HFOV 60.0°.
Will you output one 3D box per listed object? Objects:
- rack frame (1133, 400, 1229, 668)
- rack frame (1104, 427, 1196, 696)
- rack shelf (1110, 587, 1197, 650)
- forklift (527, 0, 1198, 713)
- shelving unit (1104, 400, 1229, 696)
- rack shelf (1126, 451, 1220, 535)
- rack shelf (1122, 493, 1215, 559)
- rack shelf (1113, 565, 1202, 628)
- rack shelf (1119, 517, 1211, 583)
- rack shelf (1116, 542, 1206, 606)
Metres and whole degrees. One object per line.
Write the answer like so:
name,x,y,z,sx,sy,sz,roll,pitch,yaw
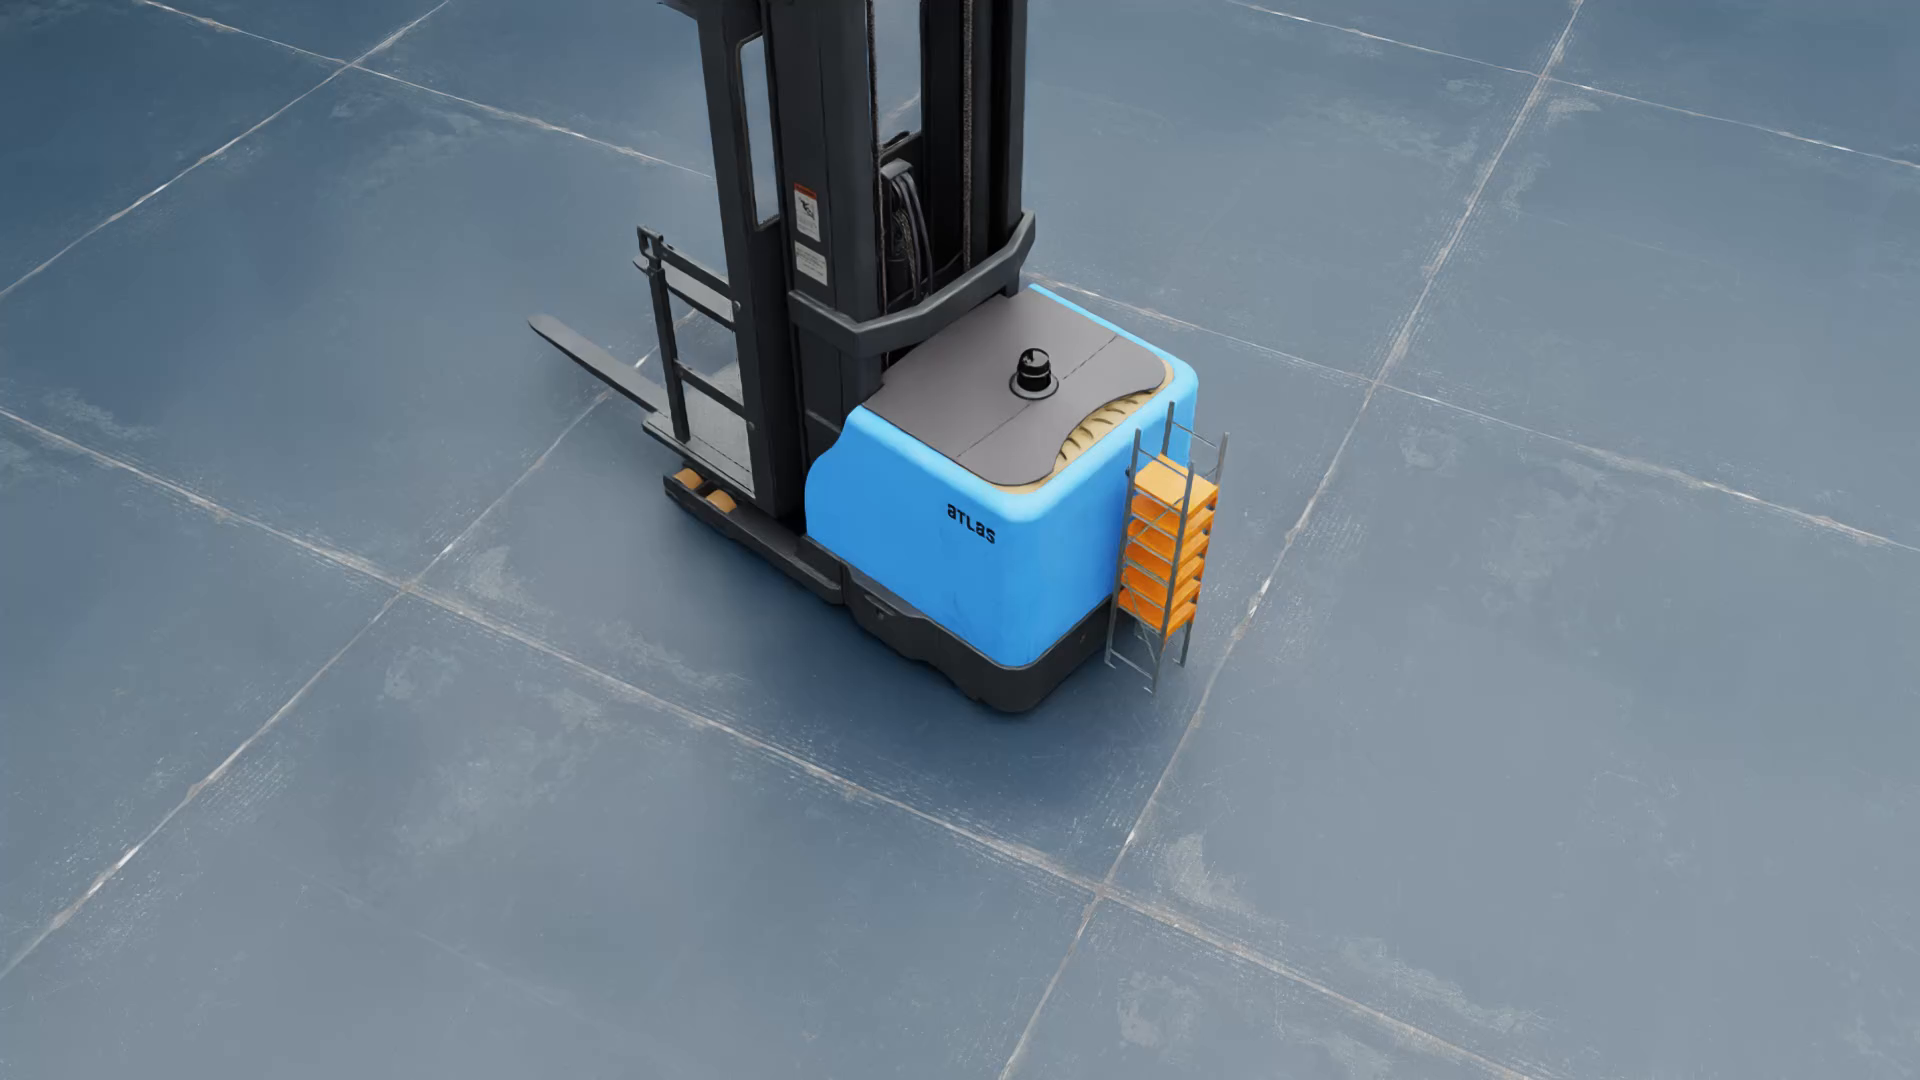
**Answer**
rack frame,0.771,0.009,5.892,0.240,1.200,0.006,33,54,26
rack frame,0.649,0.106,5.795,0.240,1.200,0.006,33,54,26
rack shelf,0.703,0.253,6.050,0.258,0.103,0.180,33,54,26
forklift,-0.579,-1.317,5.991,3.031,2.935,1.130,32,54,28
shelving unit,0.710,0.058,5.843,0.258,1.200,0.189,33,54,26
rack shelf,0.717,-0.159,5.614,0.258,0.103,0.180,33,54,26
rack shelf,0.714,-0.077,5.702,0.258,0.103,0.180,33,54,26
rack shelf,0.706,0.171,5.963,0.258,0.103,0.180,33,54,26
rack shelf,0.712,0.006,5.789,0.258,0.103,0.180,33,54,26
rack shelf,0.709,0.088,5.876,0.258,0.103,0.180,33,54,26
